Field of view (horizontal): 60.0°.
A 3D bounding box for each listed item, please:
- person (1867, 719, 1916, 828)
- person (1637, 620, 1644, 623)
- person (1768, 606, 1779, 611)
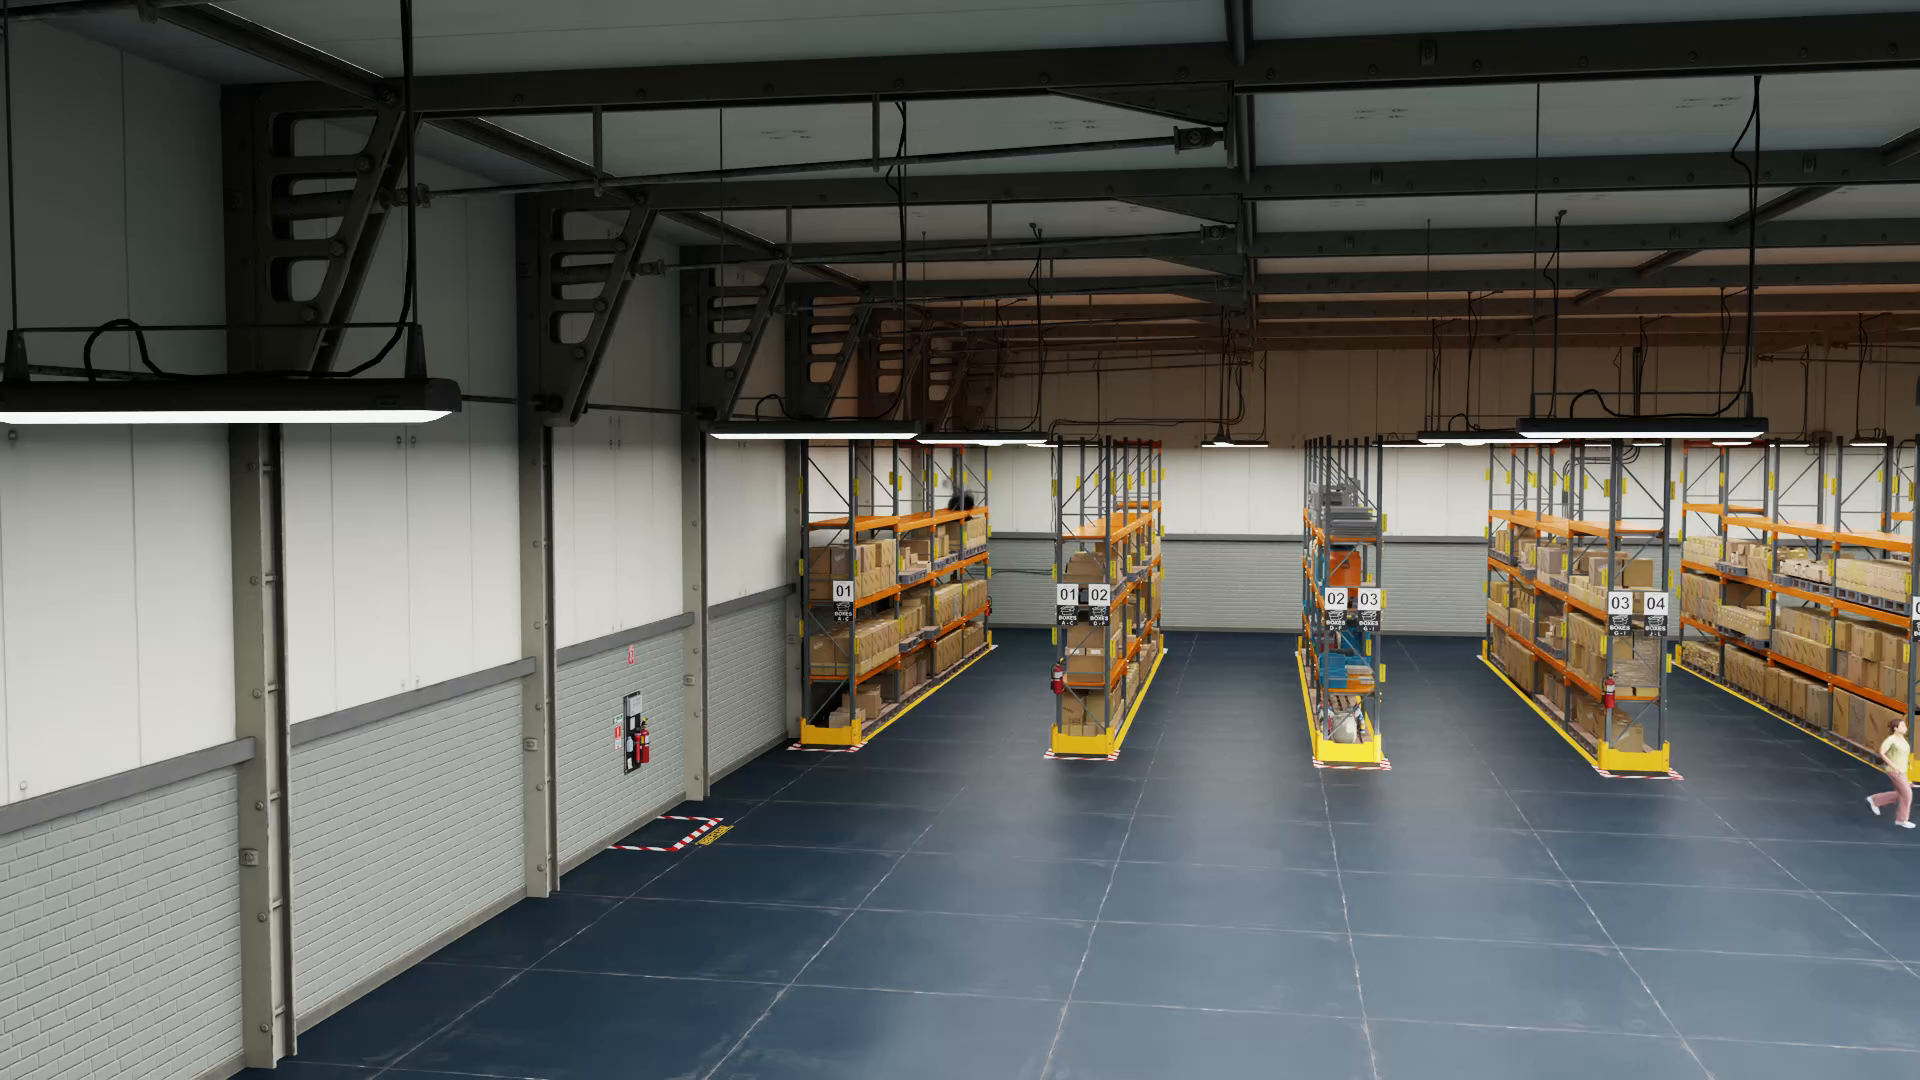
[{"bbox_3d":[14.274,3.533,25.412,0.599,1.640,0.674,-3,4,-41],"label":"person"},{"bbox_3d":[17.903,2.503,44.133,0.720,1.669,0.798,2,4,37],"label":"person"},{"bbox_3d":[22.238,2.396,45.467,0.856,1.776,0.689,1,3,15],"label":"person"}]
